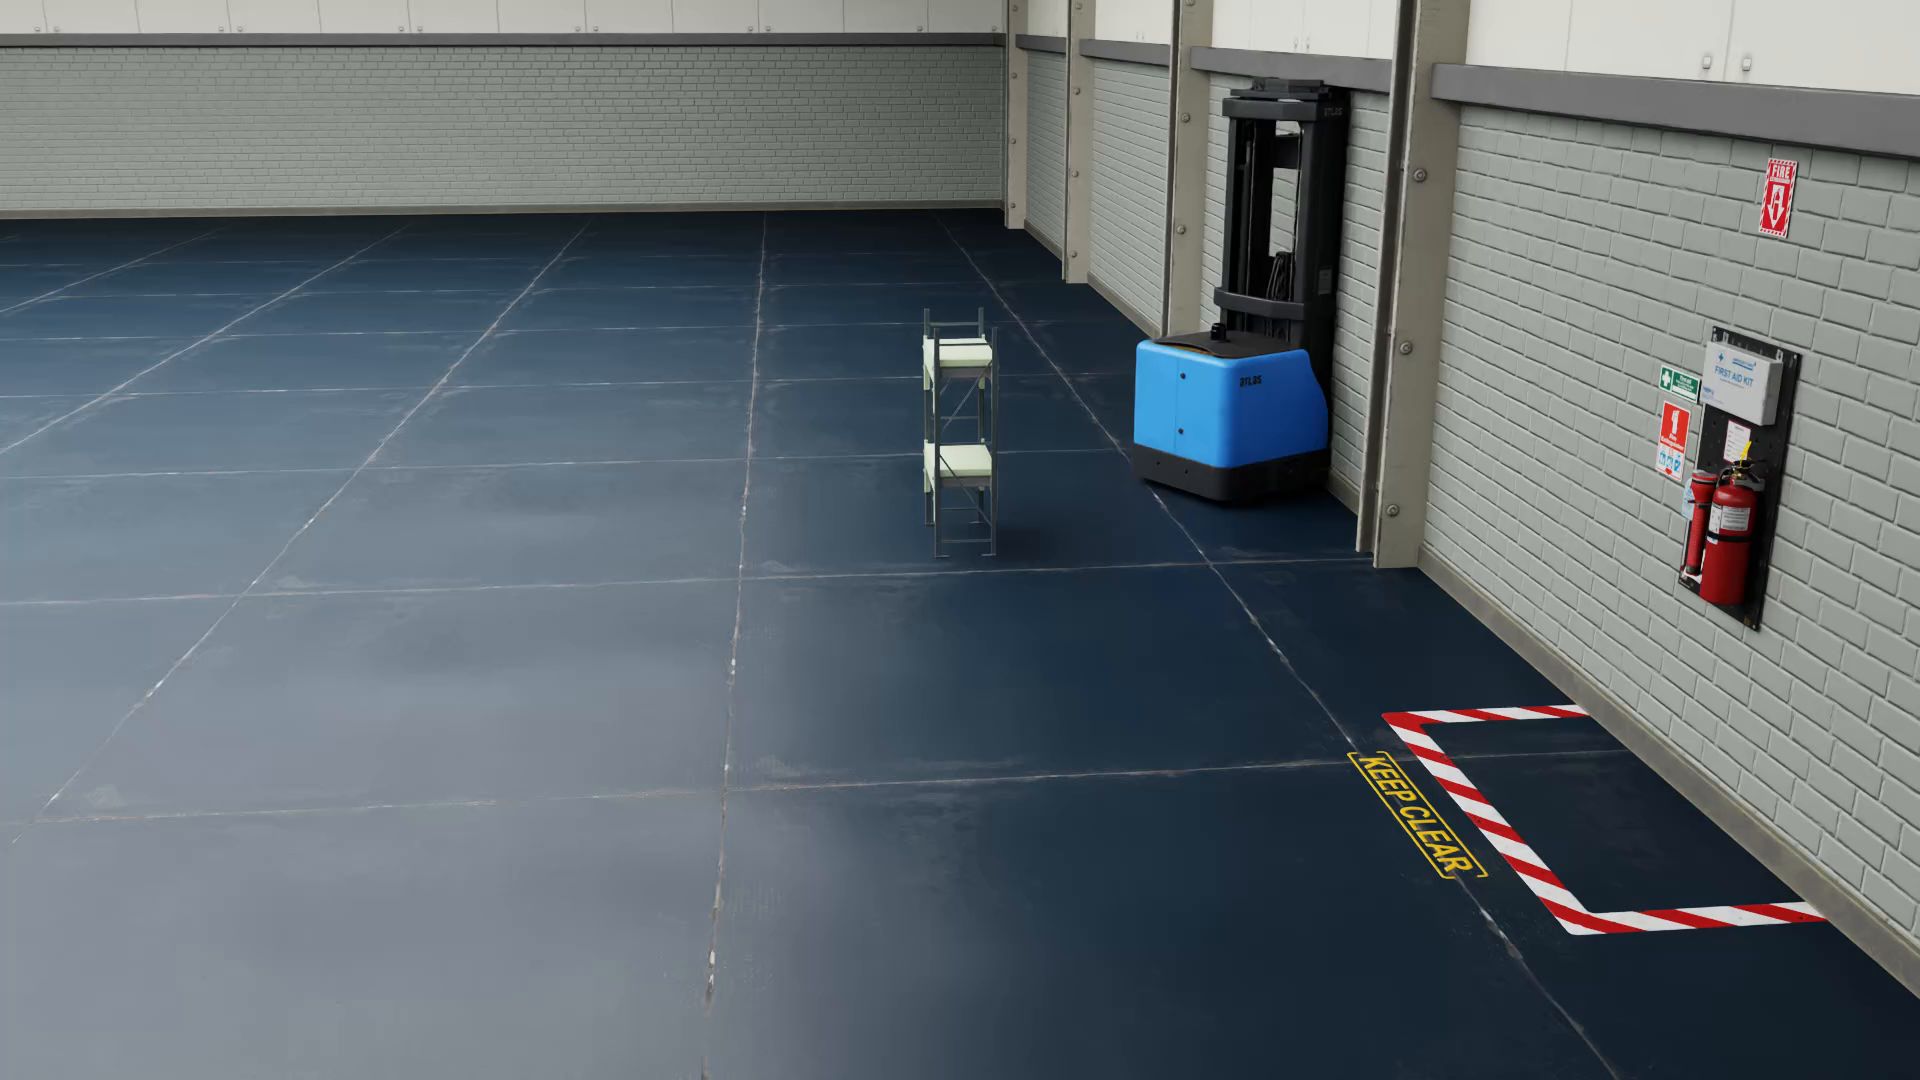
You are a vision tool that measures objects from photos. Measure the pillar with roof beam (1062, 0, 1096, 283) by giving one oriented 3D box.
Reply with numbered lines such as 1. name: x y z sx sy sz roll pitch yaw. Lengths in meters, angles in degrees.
1. pillar with roof beam: -2.735 -7.620 20.424 9.100 9.000 0.400 -2 18 -6

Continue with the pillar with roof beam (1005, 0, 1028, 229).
1. pillar with roof beam: -3.354 -9.407 26.118 9.100 9.000 0.400 -2 18 -6

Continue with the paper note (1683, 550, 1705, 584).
1. paper note: 3.237 0.101 7.320 0.016 0.148 0.142 -2 18 -6

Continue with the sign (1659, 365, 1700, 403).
1. sign: 3.224 -0.701 7.458 0.001 0.109 0.331 -2 18 -6

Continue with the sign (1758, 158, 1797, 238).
1. sign: 3.285 -1.376 6.683 0.001 0.298 0.199 -2 18 -6

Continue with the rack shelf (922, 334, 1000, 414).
1. rack shelf: -0.001 -1.090 10.842 0.431 0.370 0.720 -2 18 -6

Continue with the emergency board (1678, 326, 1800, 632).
1. emergency board: 3.187 -0.265 7.013 0.194 1.169 0.643 -2 18 -6

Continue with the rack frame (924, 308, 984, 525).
1. rack frame: -0.038 -0.827 11.306 0.400 1.500 0.023 -2 18 -6

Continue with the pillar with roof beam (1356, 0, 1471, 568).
1. pillar with roof beam: -1.497 -4.044 9.036 9.100 9.000 0.400 -2 18 -6

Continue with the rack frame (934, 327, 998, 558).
1. rack frame: 0.037 -0.609 10.611 0.400 1.500 0.023 -2 18 -6

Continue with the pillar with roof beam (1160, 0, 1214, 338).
1. pillar with roof beam: -2.116 -5.832 14.730 9.100 9.000 0.400 -2 18 -6

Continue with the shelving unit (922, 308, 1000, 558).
1. shelving unit: -0.001 -0.718 10.959 0.431 1.500 0.755 -2 18 -6

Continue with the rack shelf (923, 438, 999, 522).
1. rack shelf: -0.001 -0.407 11.056 0.431 0.370 0.720 -2 18 -6

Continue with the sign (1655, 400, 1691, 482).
1. sign: 3.232 -0.450 7.543 0.001 0.329 0.234 -2 18 -6

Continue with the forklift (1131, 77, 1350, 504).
1. forklift: 2.784 -1.986 12.609 3.031 2.935 1.130 -12 21 -34
